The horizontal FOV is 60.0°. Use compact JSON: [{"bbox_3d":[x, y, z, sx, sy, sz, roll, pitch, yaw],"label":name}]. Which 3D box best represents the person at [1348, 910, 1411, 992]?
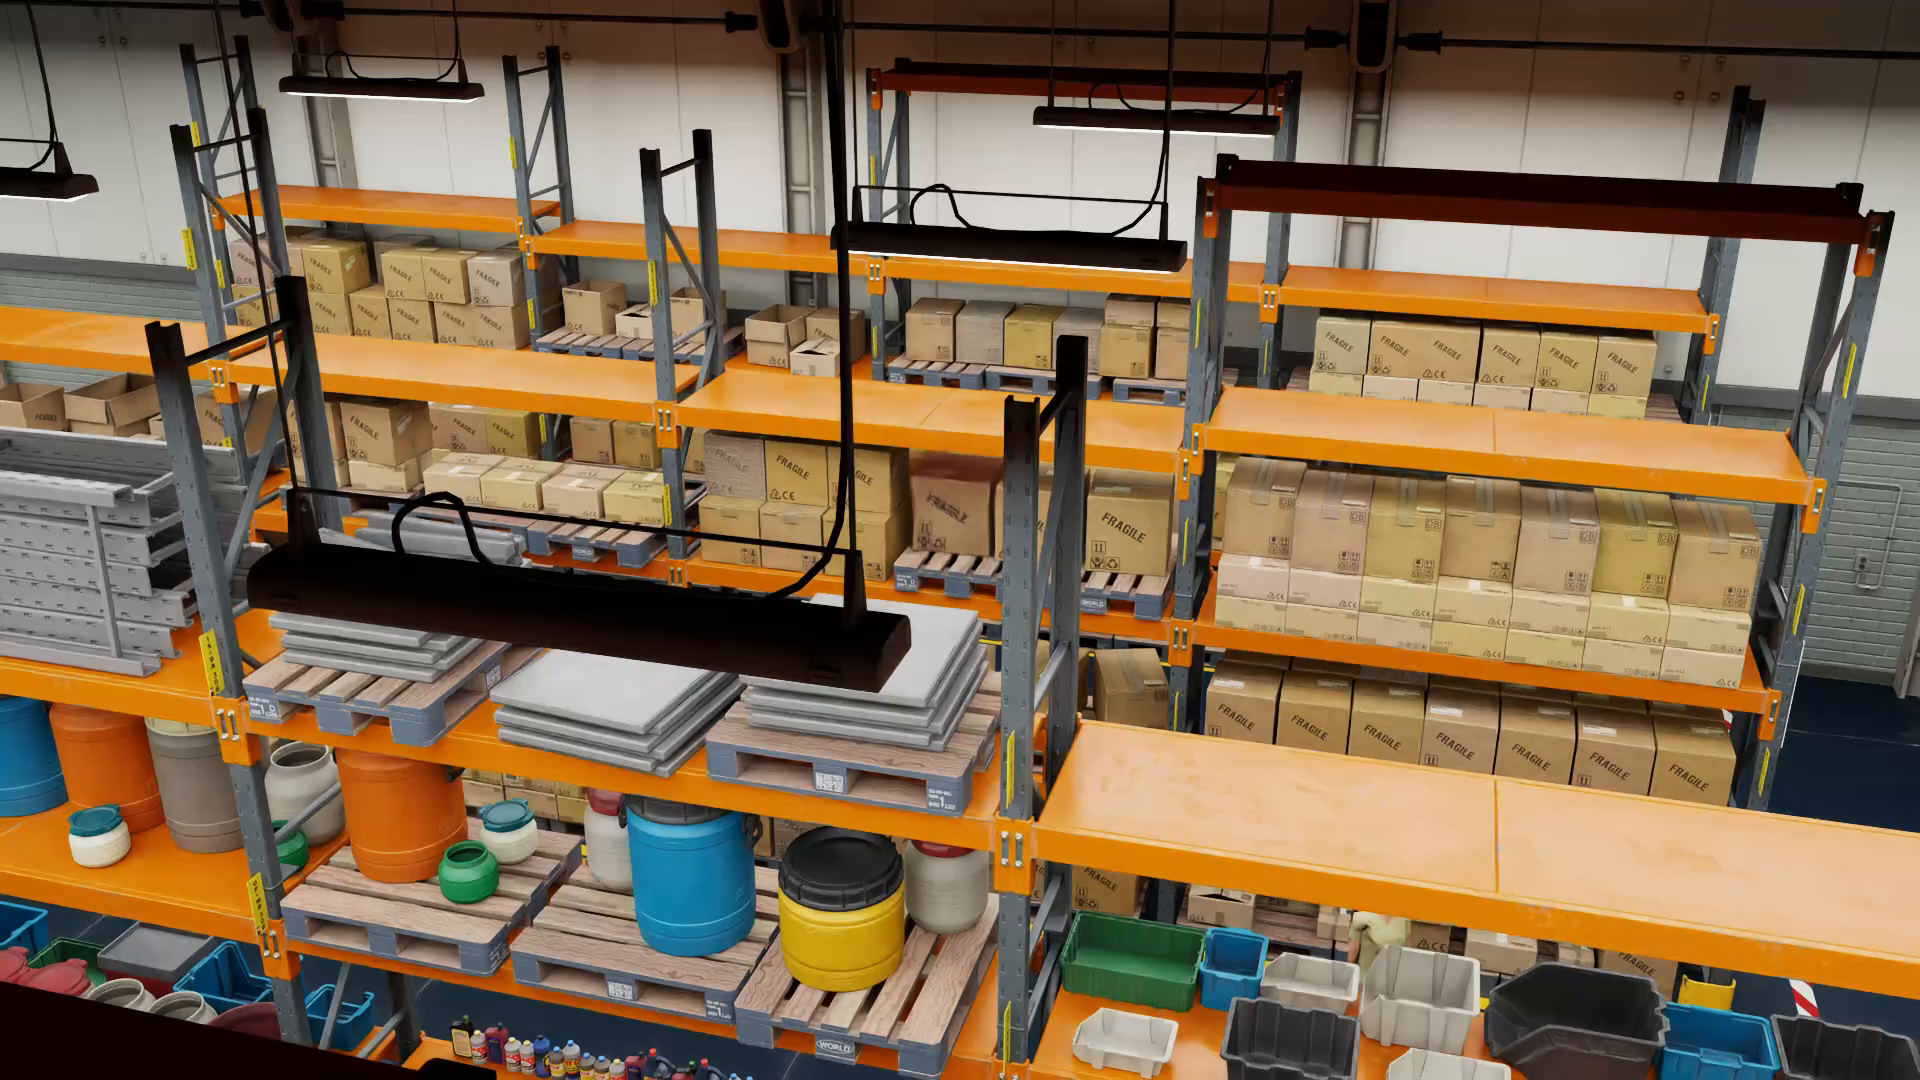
[{"bbox_3d":[2.847,3.004,11.345,0.500,1.666,0.516,-6,23,-15],"label":"person"}]
